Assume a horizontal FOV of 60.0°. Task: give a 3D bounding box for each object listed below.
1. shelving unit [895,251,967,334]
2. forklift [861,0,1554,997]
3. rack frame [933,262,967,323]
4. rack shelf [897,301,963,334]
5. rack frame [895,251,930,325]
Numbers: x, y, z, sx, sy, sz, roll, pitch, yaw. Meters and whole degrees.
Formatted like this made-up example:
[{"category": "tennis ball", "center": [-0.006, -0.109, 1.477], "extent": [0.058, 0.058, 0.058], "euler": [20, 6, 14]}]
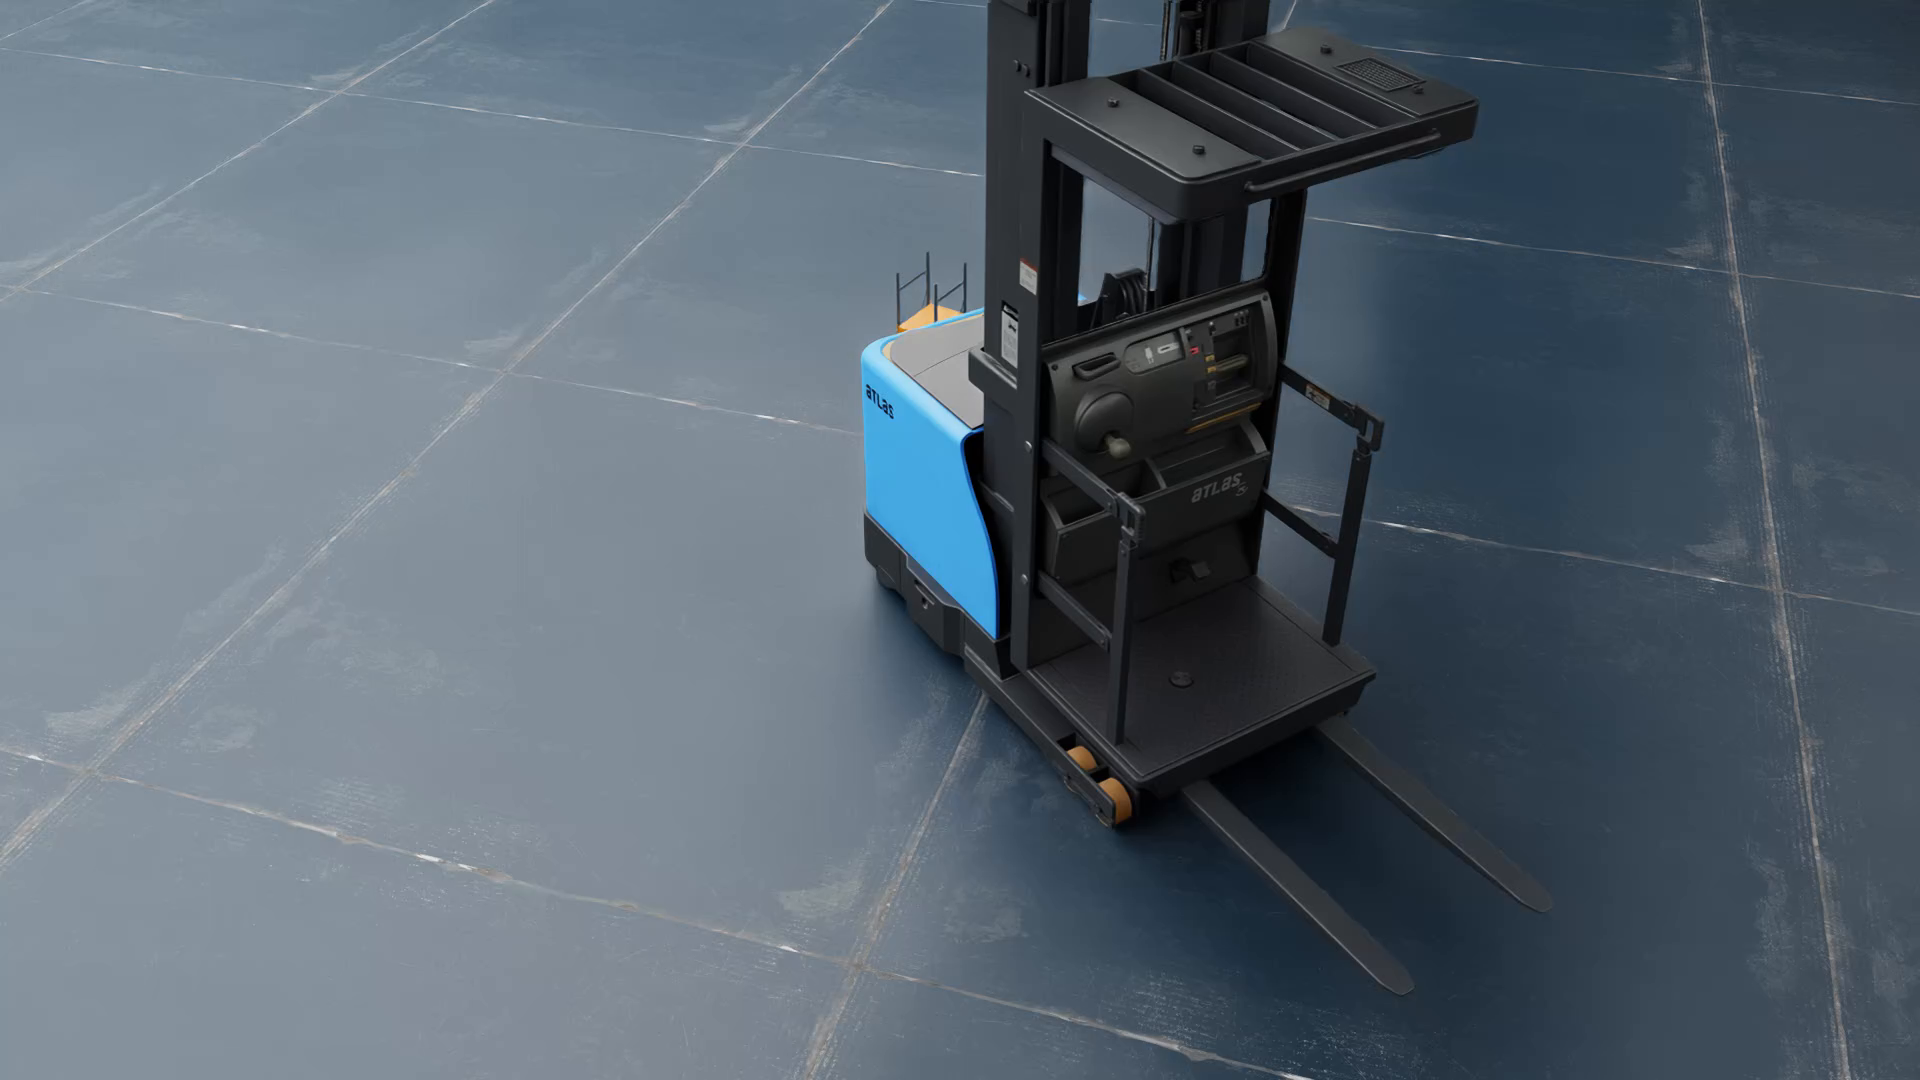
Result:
[{"category": "shelving unit", "center": [-0.115, -0.617, 7.076], "extent": [0.189, 1.200, 0.258], "euler": [21, 41, 26]}, {"category": "forklift", "center": [0.806, -0.491, 5.445], "extent": [1.130, 2.935, 3.031], "euler": [-20, 41, -25]}, {"category": "rack frame", "center": [-0.038, -0.588, 7.036], "extent": [0.006, 1.200, 0.240], "euler": [21, 41, 26]}, {"category": "rack shelf", "center": [-0.115, -0.871, 6.889], "extent": [0.180, 0.103, 0.258], "euler": [21, 41, 26]}, {"category": "rack frame", "center": [-0.192, -0.646, 7.116], "extent": [0.006, 1.200, 0.240], "euler": [21, 41, 26]}]
